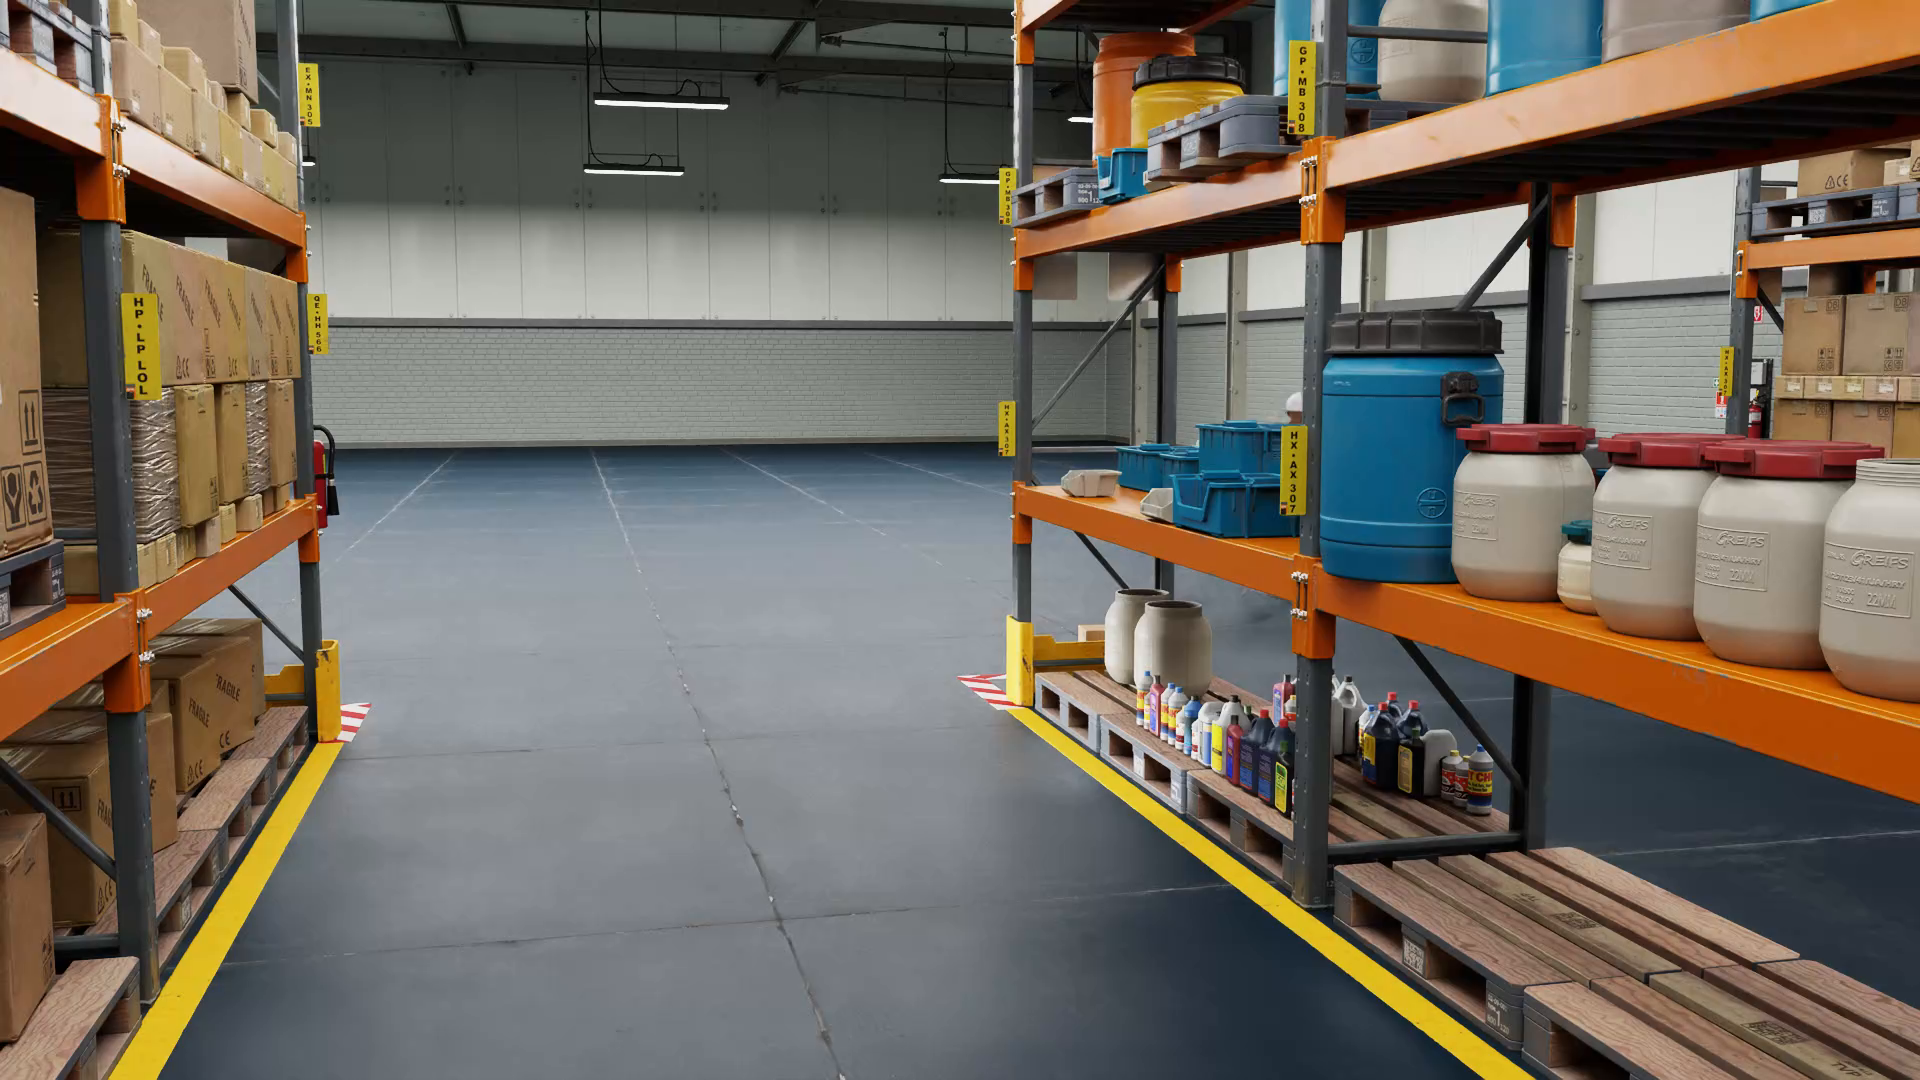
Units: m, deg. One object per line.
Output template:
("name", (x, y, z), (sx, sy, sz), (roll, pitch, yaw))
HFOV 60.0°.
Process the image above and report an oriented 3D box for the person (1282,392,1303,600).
("person", (2.890, -0.369, 14.060), (0.597, 1.754, 0.481), (6, 8, 43))
